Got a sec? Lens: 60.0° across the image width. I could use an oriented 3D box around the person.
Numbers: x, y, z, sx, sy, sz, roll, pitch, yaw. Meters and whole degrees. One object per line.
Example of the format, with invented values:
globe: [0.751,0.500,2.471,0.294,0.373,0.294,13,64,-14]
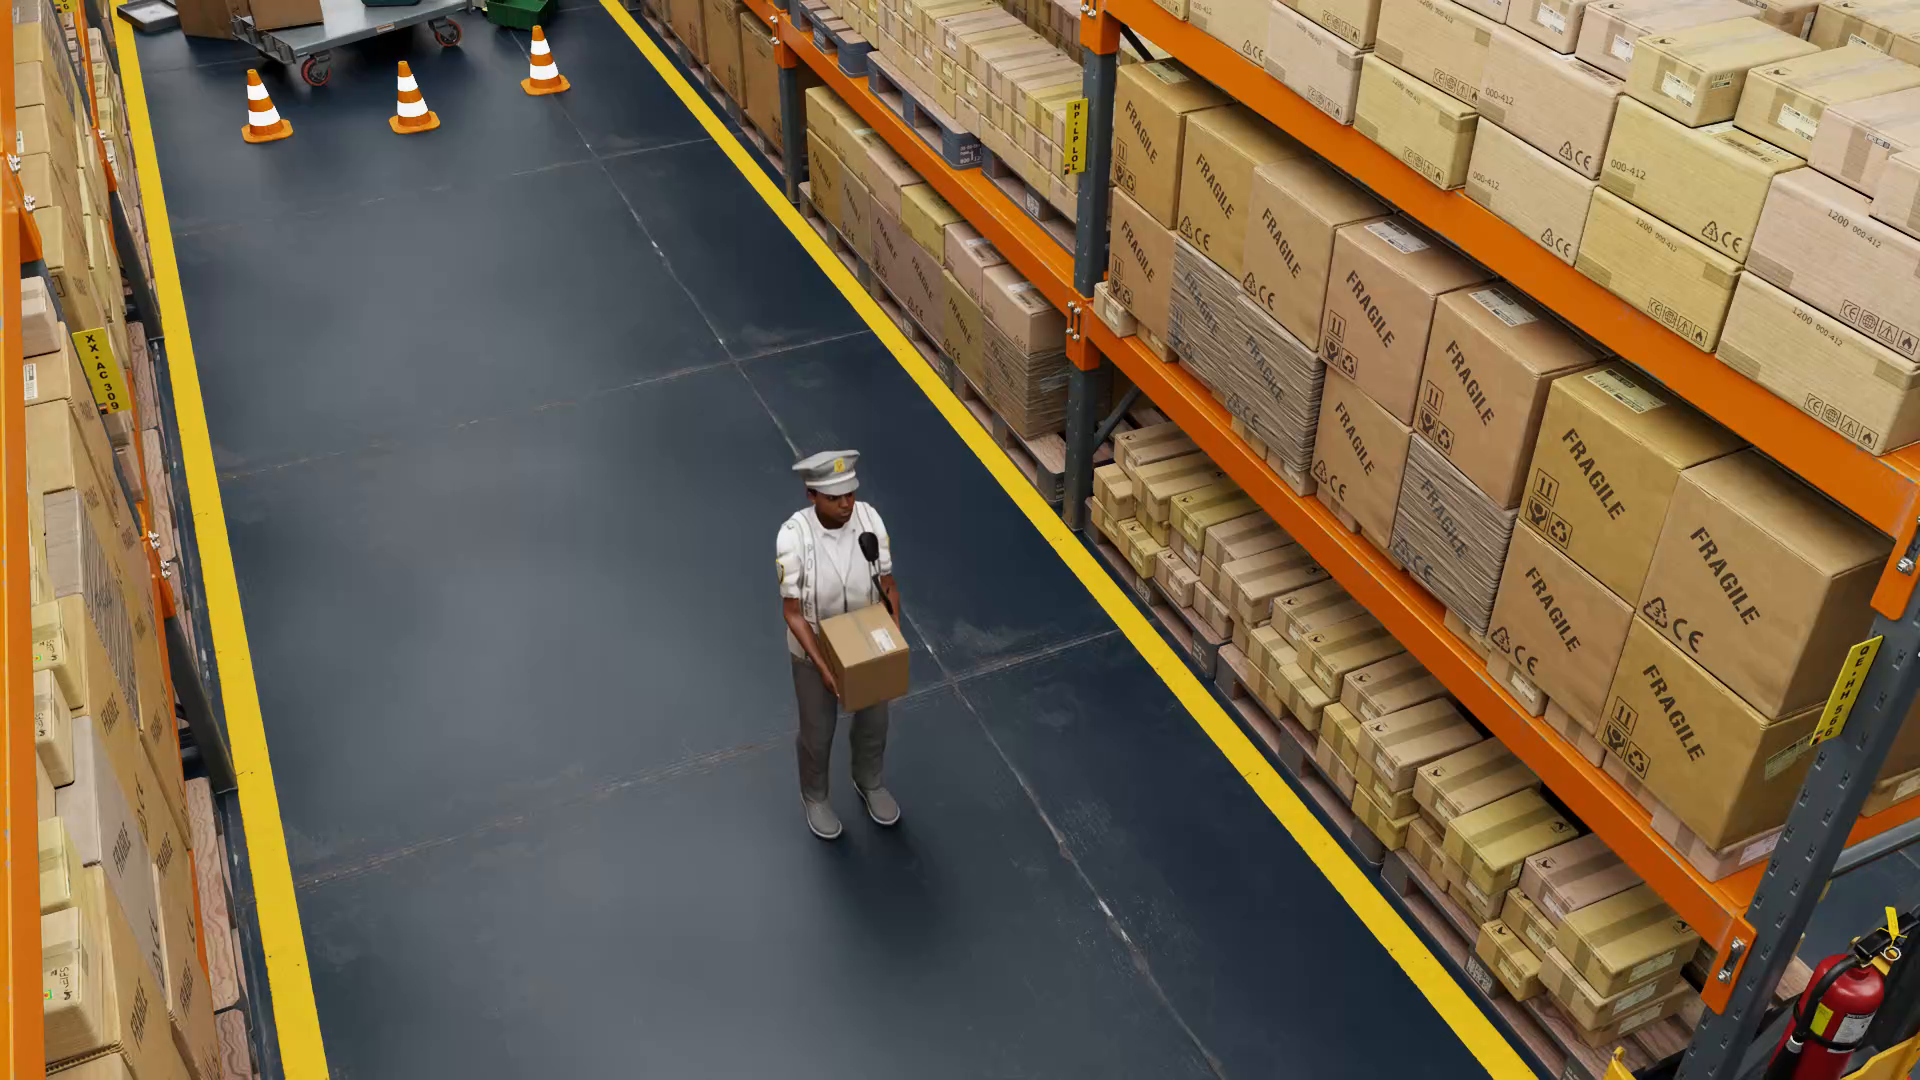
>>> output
person: [-0.424,0.423,6.273,0.455,1.697,0.530,-16,40,-20]
